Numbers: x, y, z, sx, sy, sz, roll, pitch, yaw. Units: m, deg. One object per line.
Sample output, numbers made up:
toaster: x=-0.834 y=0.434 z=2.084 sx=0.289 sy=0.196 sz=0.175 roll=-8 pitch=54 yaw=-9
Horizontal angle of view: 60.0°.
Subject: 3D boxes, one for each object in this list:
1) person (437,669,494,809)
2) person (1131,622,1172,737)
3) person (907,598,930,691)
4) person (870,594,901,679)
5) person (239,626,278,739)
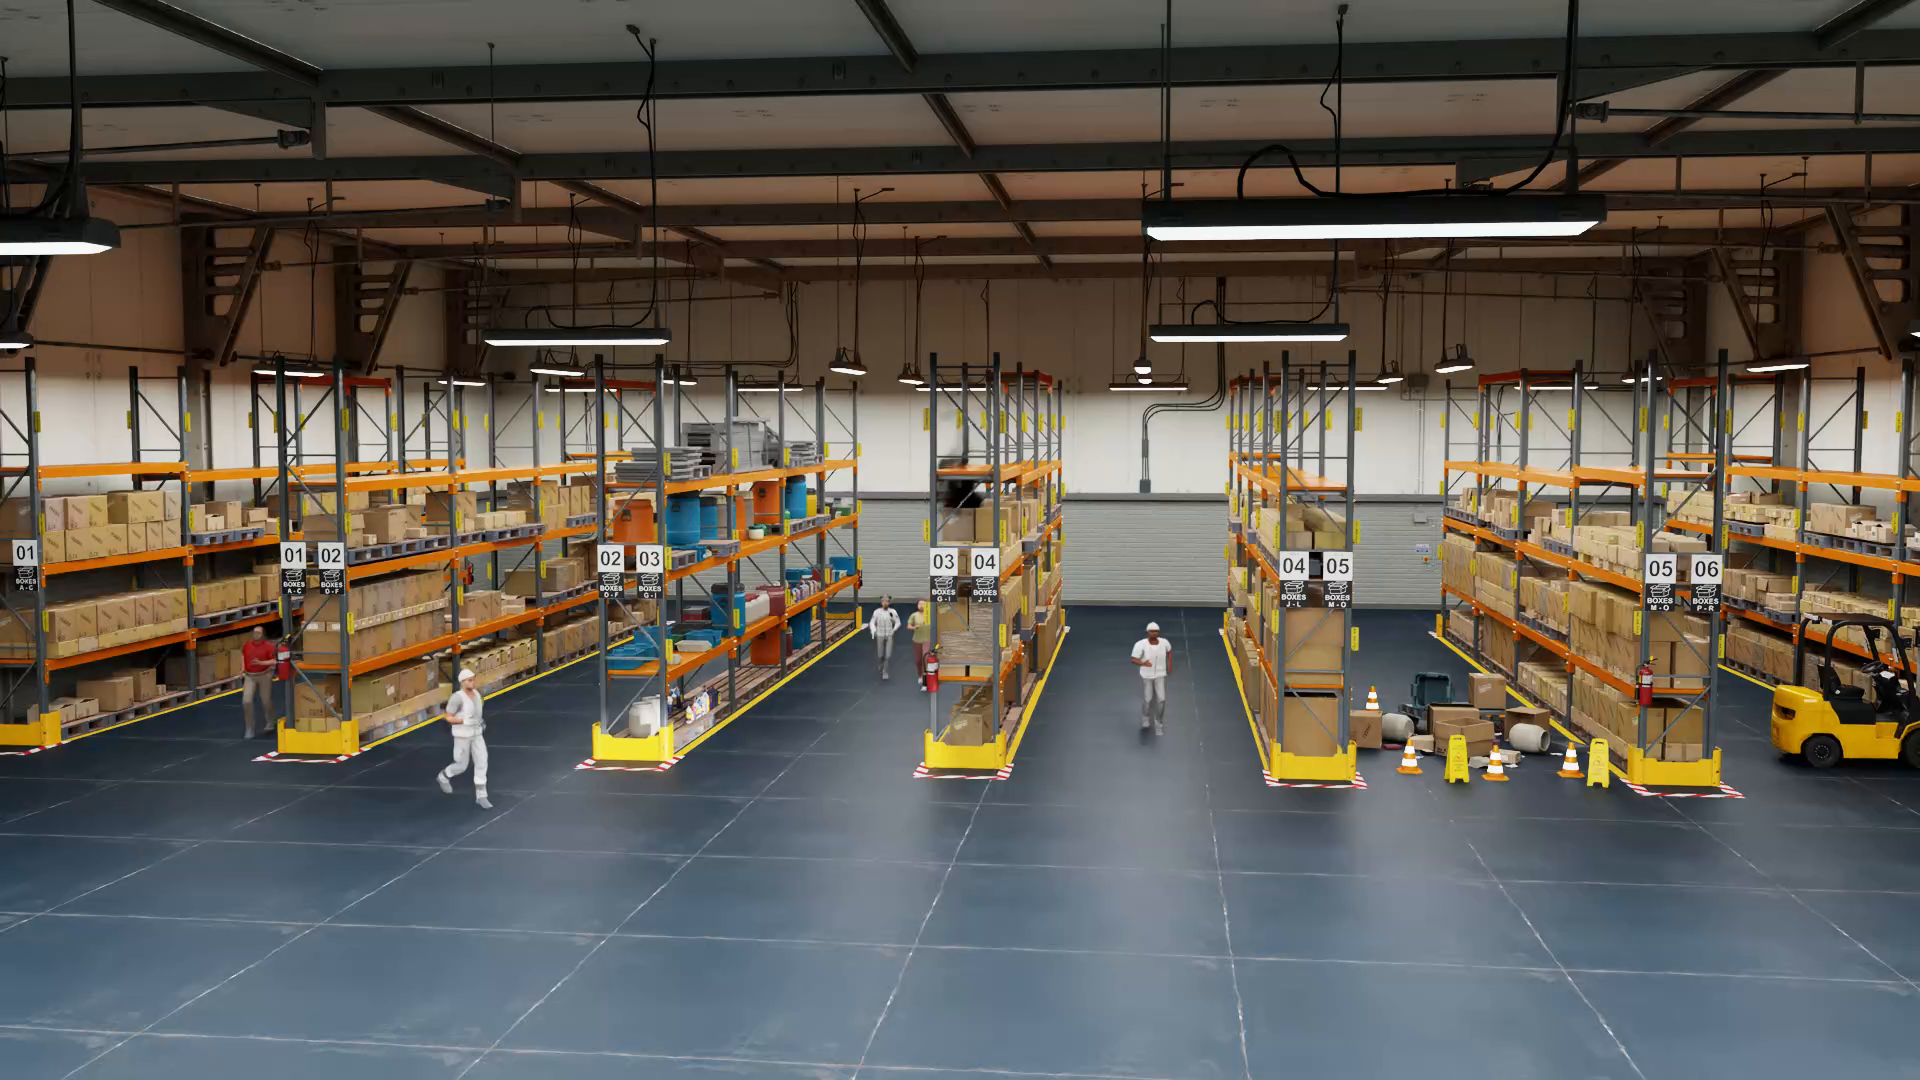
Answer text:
person: x=-6.472 y=2.584 z=21.743 sx=0.965 sy=1.812 sz=0.661 roll=2 pitch=5 yaw=31
person: x=3.098 y=2.237 z=26.769 sx=0.708 sy=1.843 sz=0.785 roll=0 pitch=4 yaw=-4
person: x=-0.713 y=1.935 z=31.275 sx=0.561 sy=1.691 sz=0.908 roll=0 pitch=4 yaw=6
person: x=-1.463 y=1.883 z=32.583 sx=0.616 sy=1.660 sz=0.554 roll=0 pitch=4 yaw=-2
person: x=-11.207 y=2.275 z=26.581 sx=0.634 sy=1.799 sz=0.789 roll=-1 pitch=4 yaw=-7
